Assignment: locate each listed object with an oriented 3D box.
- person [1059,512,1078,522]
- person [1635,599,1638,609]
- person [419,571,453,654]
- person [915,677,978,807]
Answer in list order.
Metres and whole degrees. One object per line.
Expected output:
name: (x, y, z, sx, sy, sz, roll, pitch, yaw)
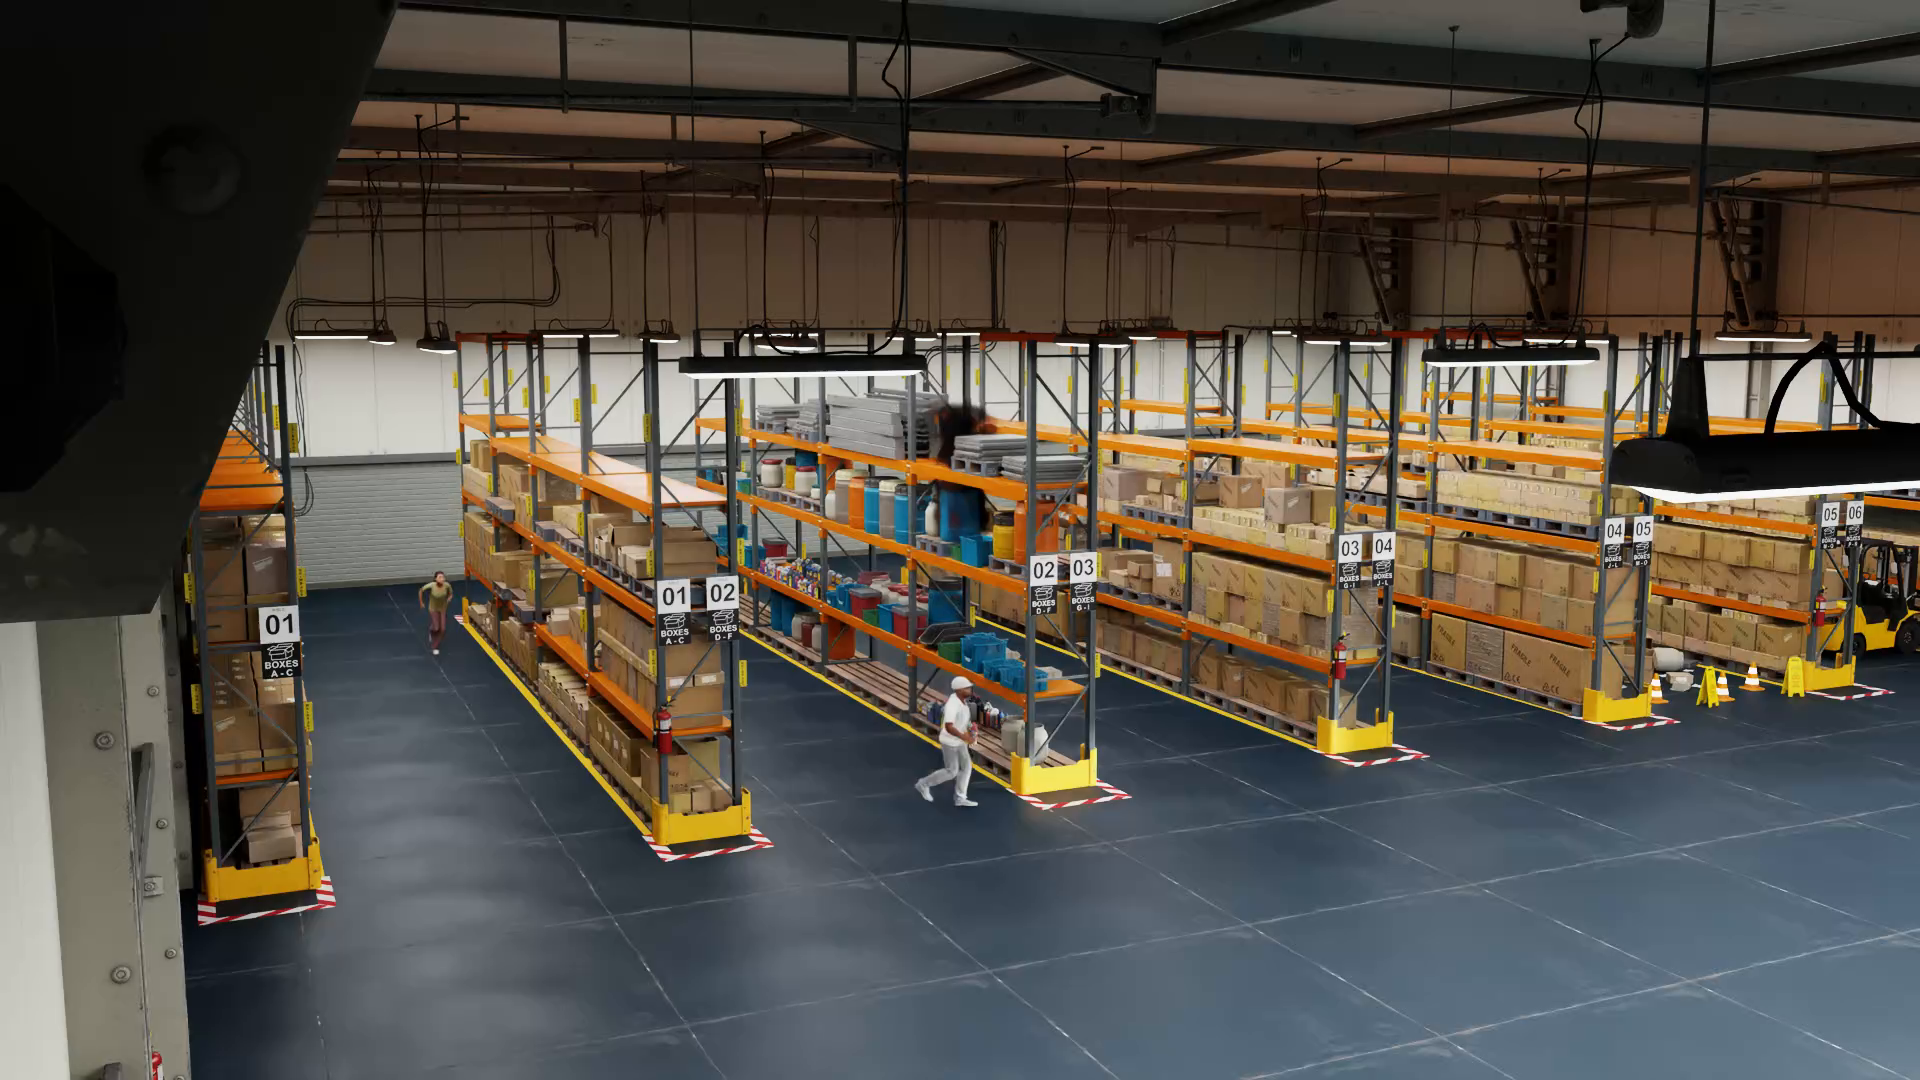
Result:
person: (2.555, -0.099, 41.353, 0.835, 1.724, 0.724, -4, 9, -27)
person: (14.150, 0.930, 34.345, 0.572, 1.601, 0.645, -5, 9, -33)
person: (-9.803, 1.355, 31.212, 0.577, 1.597, 0.672, -6, 10, -37)
person: (-0.169, 2.600, 21.479, 0.819, 1.720, 0.698, 2, 8, 14)
